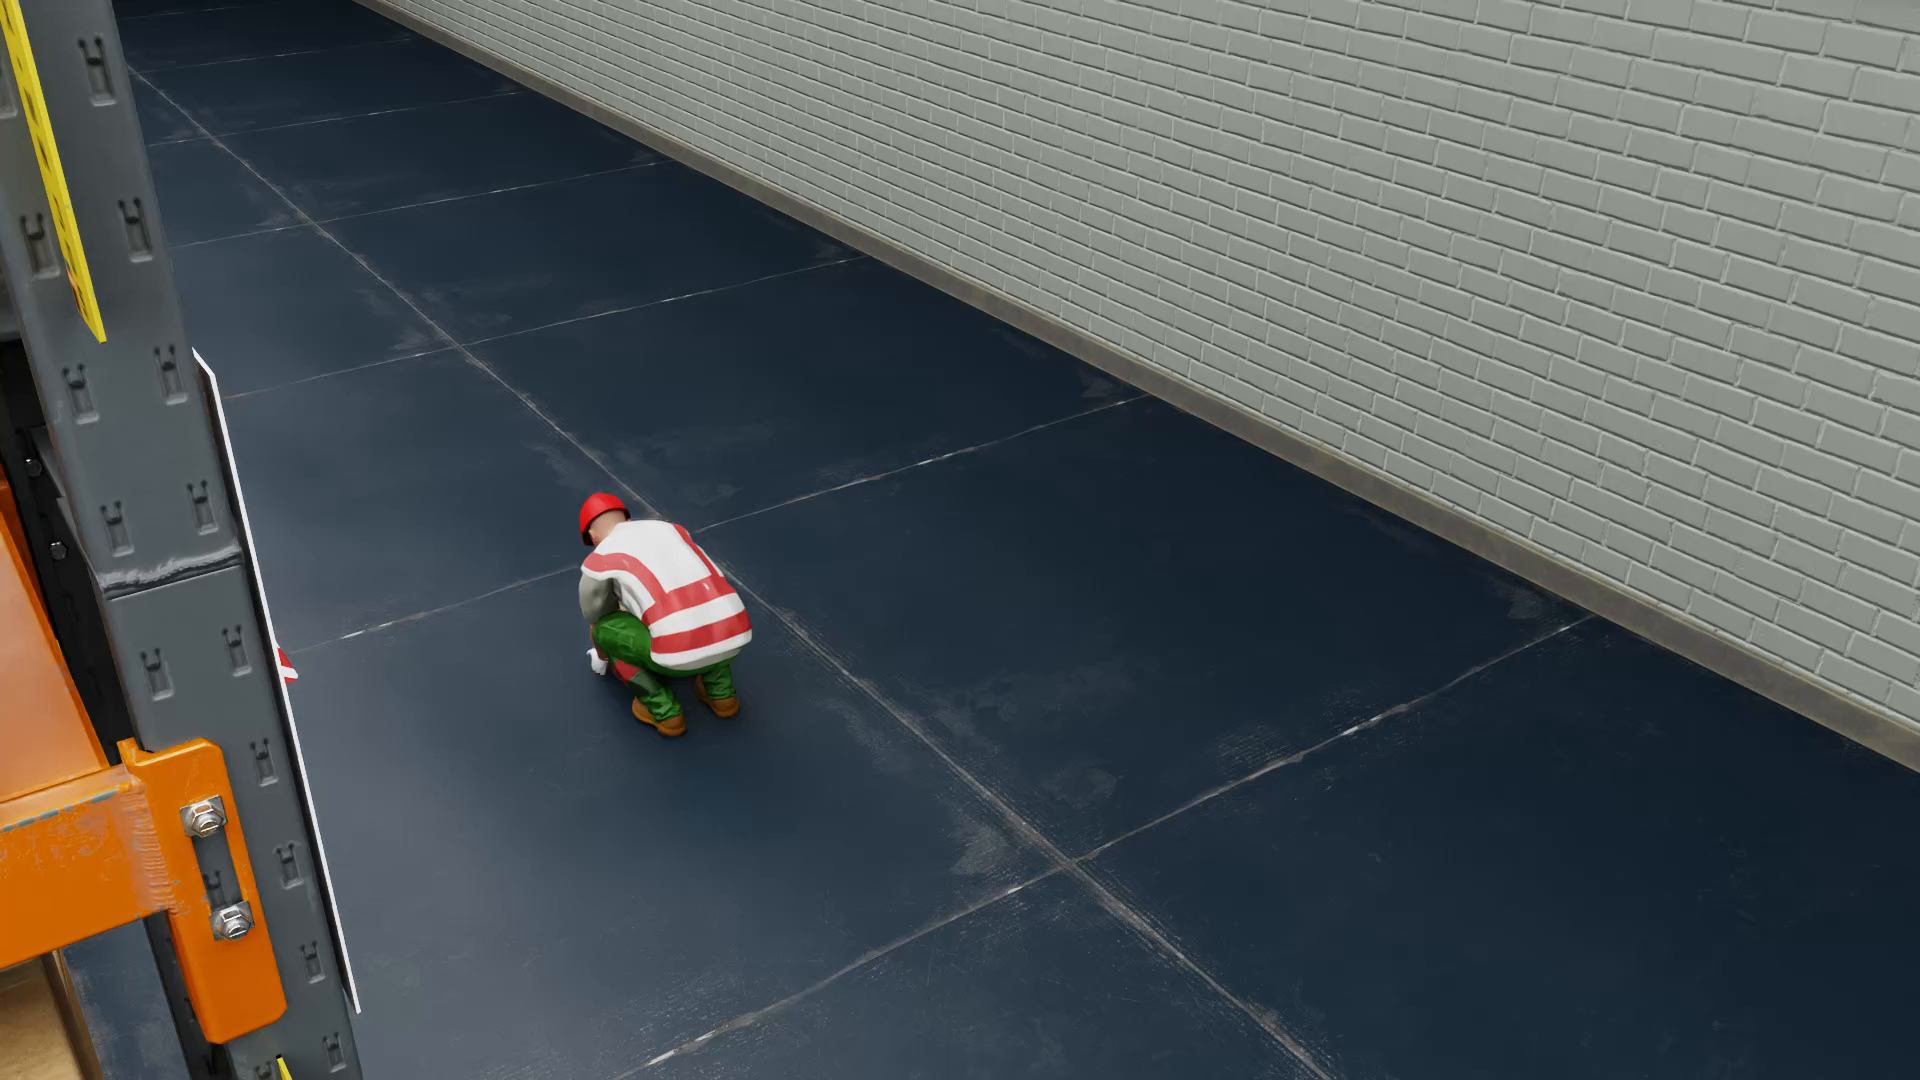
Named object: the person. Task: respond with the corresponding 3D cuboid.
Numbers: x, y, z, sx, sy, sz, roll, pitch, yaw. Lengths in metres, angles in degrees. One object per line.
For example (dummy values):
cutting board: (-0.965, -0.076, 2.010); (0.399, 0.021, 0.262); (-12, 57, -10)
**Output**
person: (-1.200, 0.322, 6.653); (0.544, 0.866, 0.921); (-19, 34, -31)
